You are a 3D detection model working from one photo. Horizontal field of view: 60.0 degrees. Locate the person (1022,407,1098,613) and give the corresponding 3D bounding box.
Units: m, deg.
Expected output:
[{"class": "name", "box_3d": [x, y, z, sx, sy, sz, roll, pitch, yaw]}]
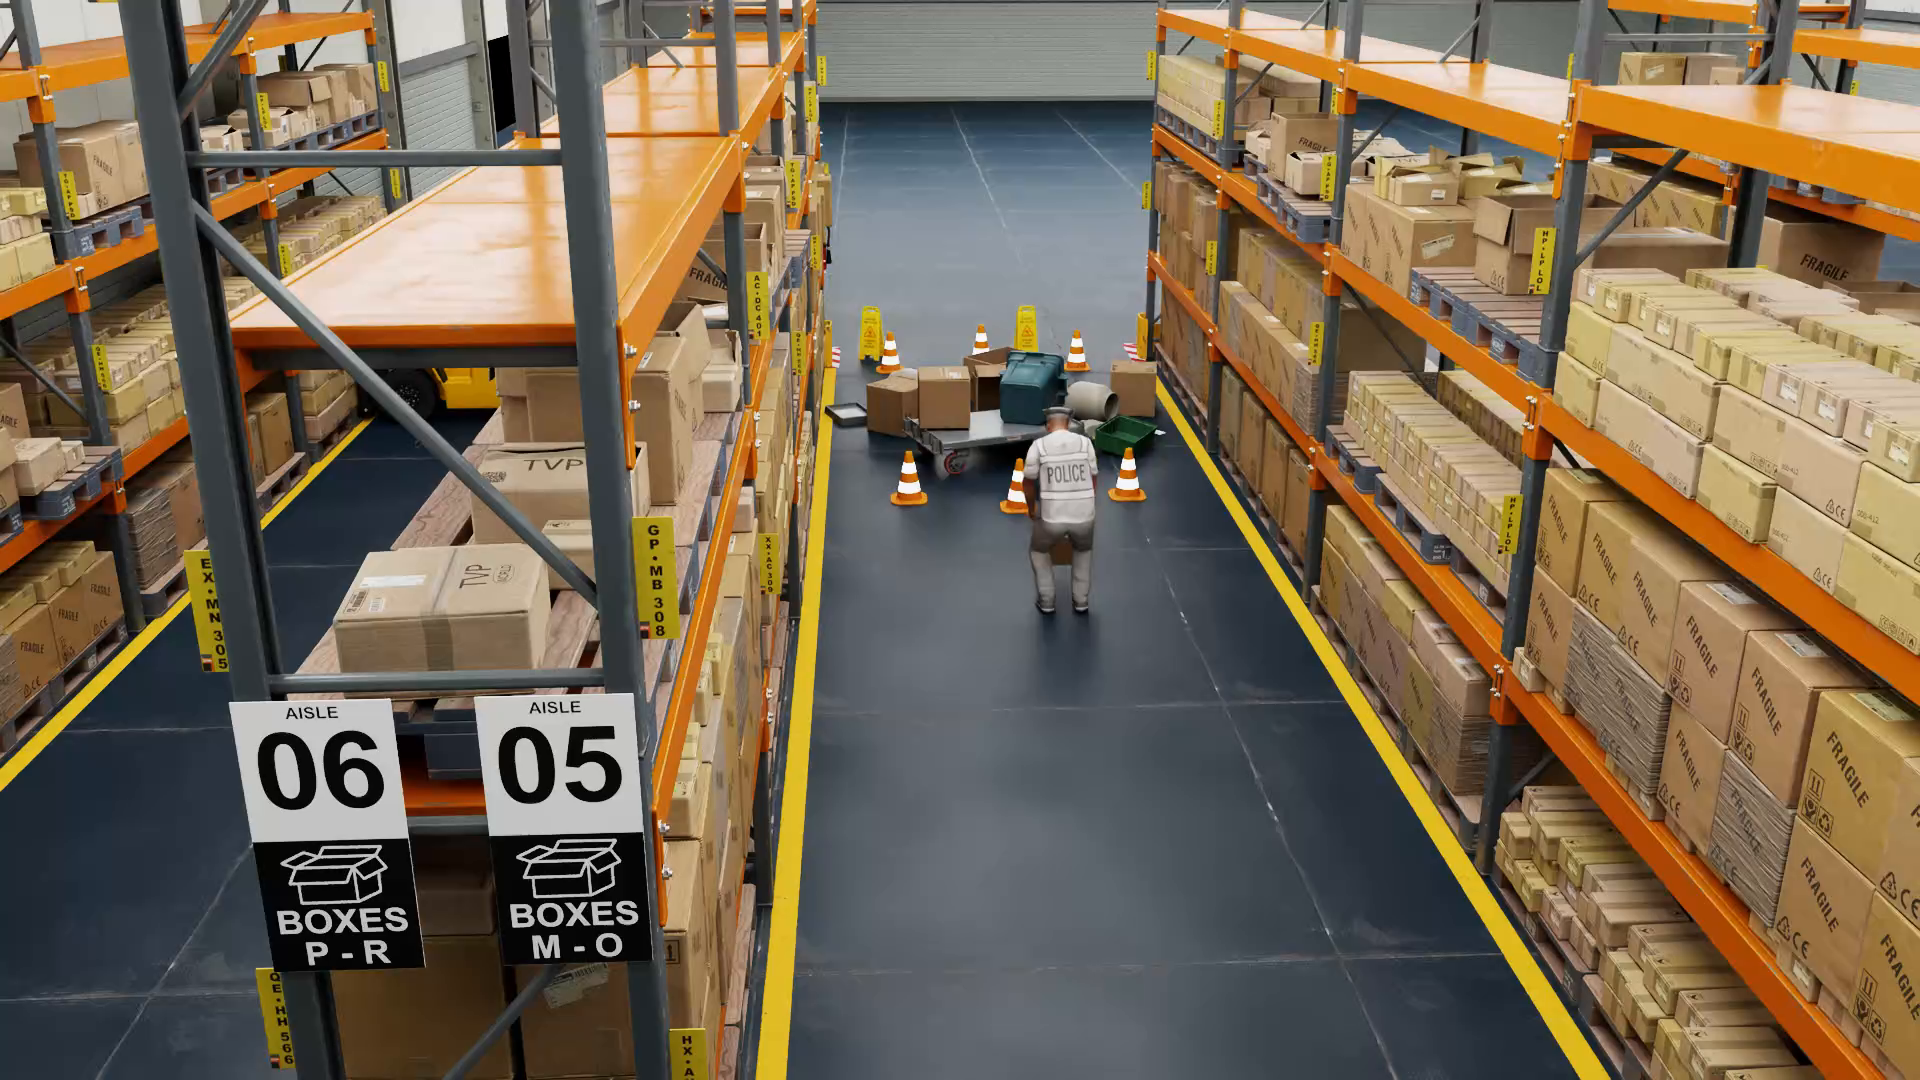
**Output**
[{"class": "person", "box_3d": [0.767, -0.221, 12.798, 0.584, 1.572, 0.682, -1, 20, -2]}]
